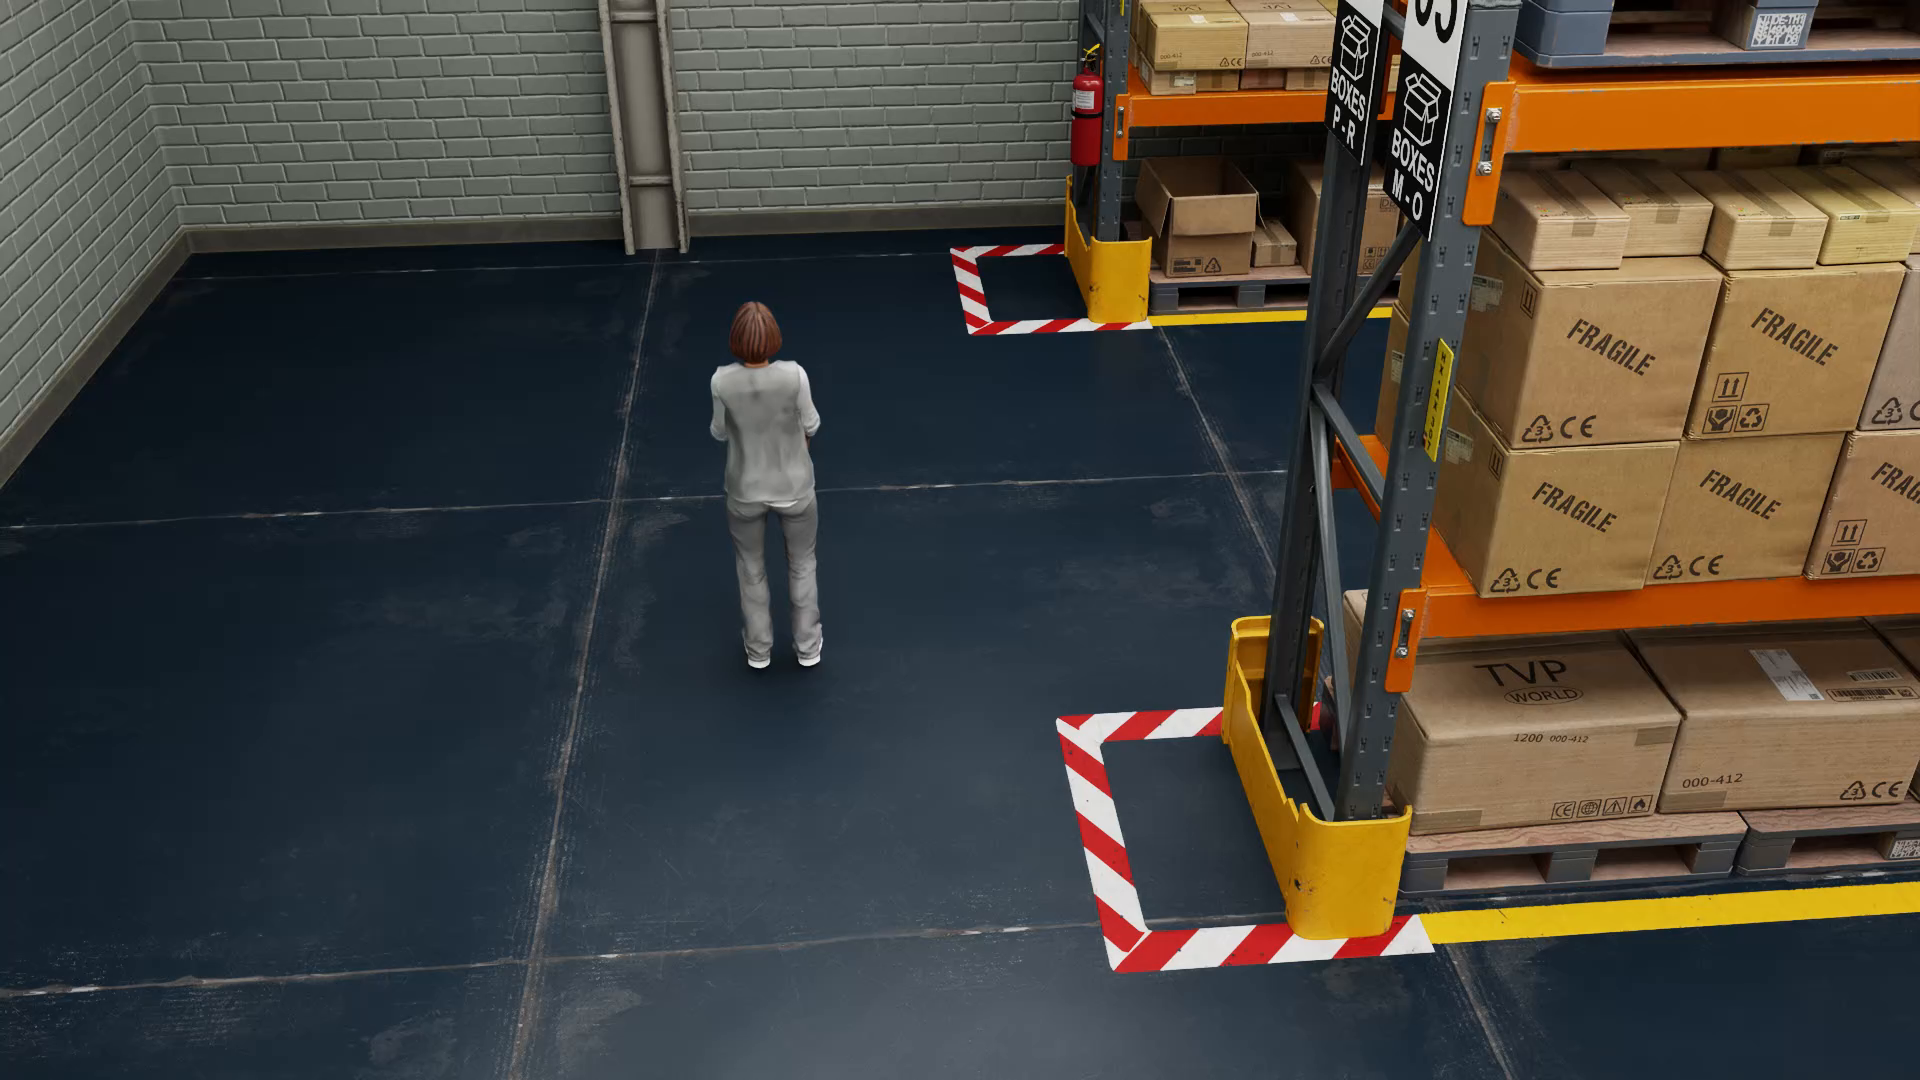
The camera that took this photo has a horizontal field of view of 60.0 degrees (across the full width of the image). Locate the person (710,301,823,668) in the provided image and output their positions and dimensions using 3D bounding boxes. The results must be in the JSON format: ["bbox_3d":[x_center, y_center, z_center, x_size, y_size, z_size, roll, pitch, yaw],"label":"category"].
[{"bbox_3d":[-0.749,-0.240,6.535,0.419,1.594,0.492,-3,32,-5],"label":"person"}]
